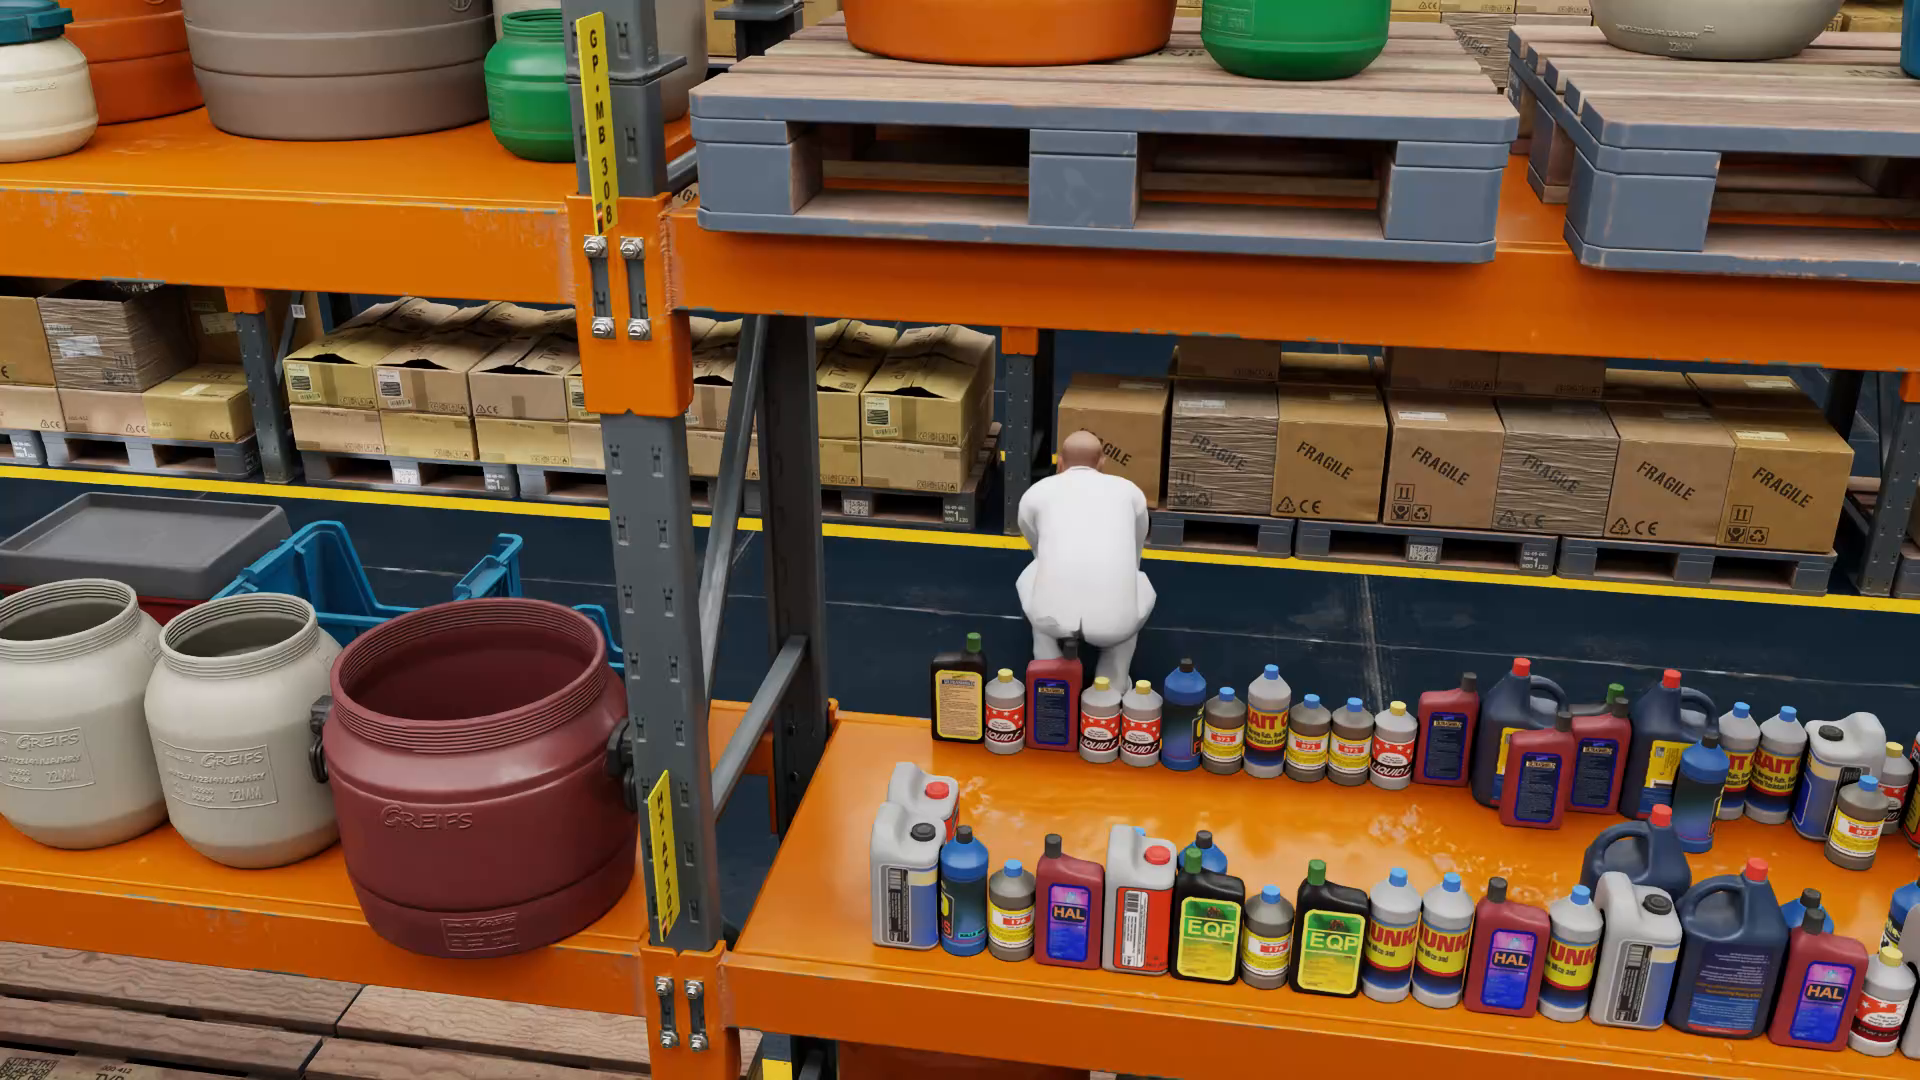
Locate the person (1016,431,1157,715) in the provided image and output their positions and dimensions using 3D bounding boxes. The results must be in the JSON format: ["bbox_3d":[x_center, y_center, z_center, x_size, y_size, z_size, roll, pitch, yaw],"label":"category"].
[{"bbox_3d":[0.514,0.134,6.764,0.579,1.008,0.919,3,25,7],"label":"person"}]
